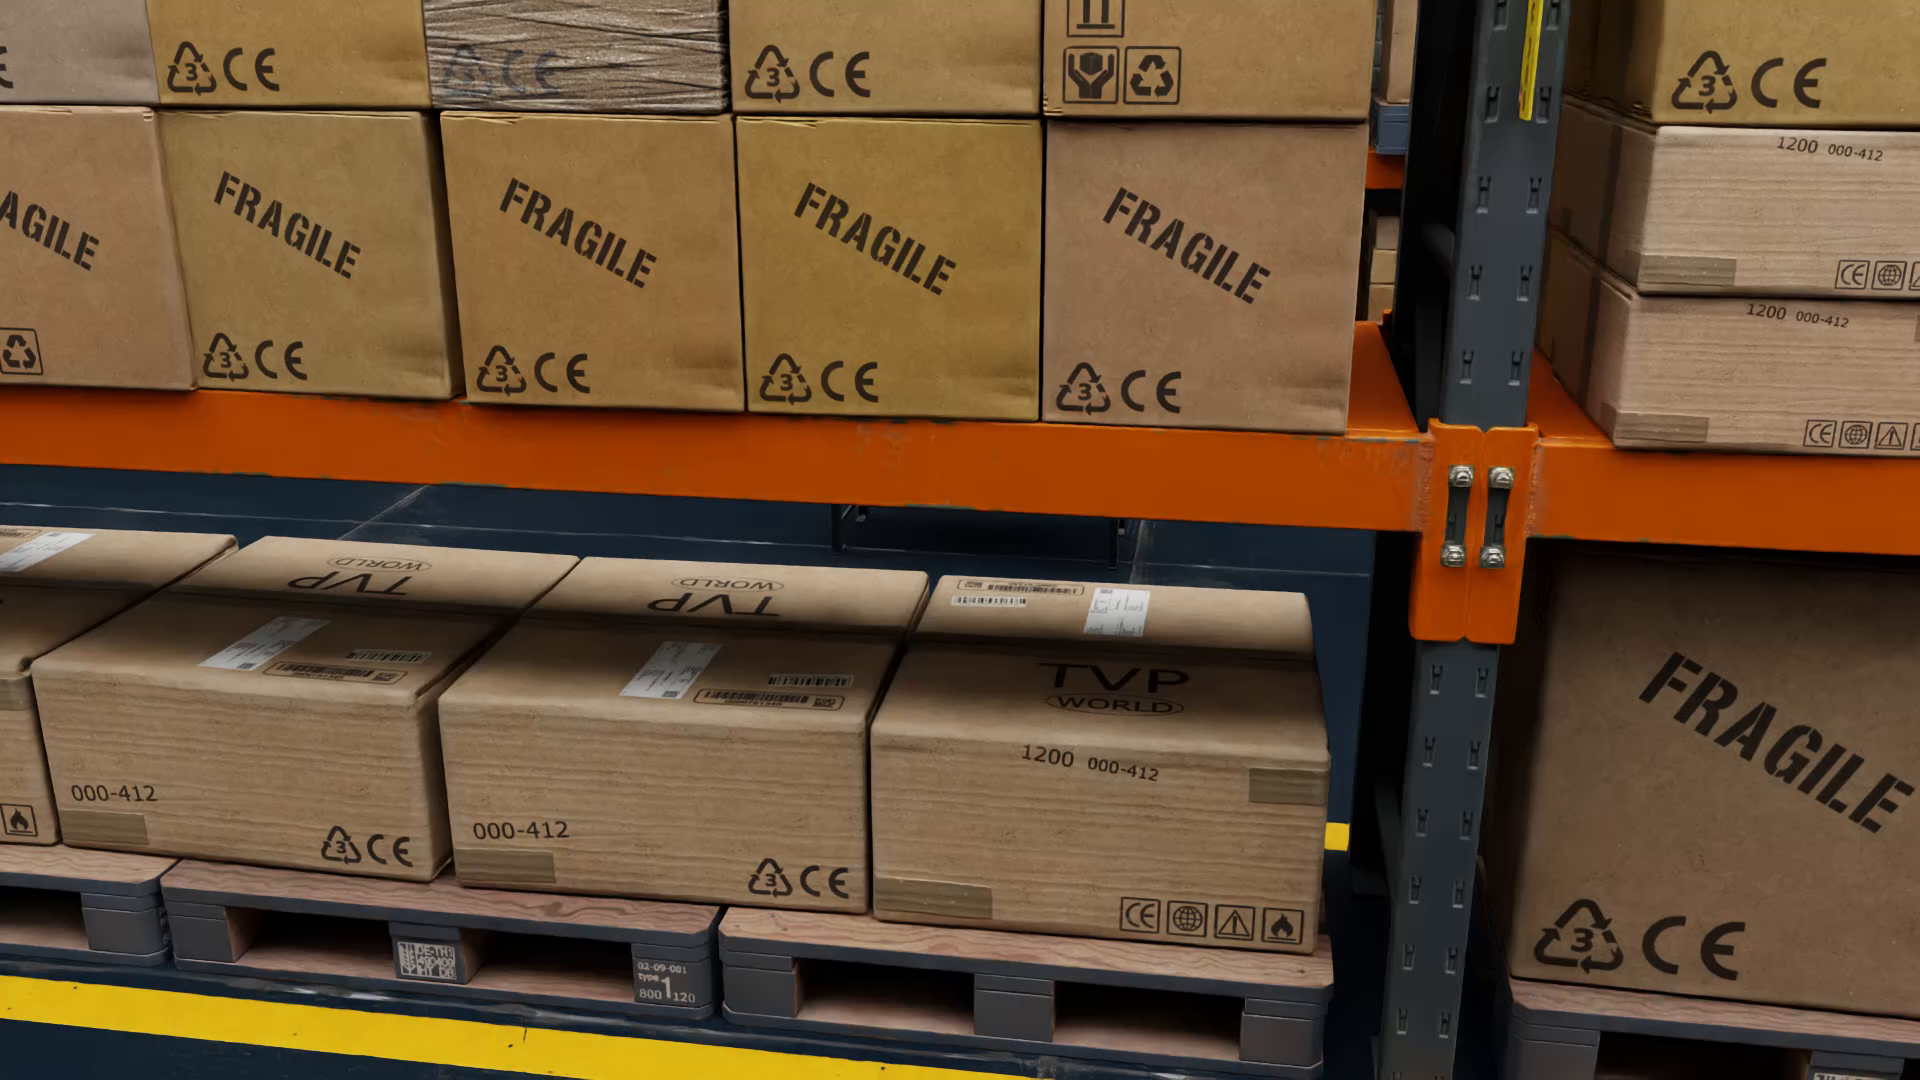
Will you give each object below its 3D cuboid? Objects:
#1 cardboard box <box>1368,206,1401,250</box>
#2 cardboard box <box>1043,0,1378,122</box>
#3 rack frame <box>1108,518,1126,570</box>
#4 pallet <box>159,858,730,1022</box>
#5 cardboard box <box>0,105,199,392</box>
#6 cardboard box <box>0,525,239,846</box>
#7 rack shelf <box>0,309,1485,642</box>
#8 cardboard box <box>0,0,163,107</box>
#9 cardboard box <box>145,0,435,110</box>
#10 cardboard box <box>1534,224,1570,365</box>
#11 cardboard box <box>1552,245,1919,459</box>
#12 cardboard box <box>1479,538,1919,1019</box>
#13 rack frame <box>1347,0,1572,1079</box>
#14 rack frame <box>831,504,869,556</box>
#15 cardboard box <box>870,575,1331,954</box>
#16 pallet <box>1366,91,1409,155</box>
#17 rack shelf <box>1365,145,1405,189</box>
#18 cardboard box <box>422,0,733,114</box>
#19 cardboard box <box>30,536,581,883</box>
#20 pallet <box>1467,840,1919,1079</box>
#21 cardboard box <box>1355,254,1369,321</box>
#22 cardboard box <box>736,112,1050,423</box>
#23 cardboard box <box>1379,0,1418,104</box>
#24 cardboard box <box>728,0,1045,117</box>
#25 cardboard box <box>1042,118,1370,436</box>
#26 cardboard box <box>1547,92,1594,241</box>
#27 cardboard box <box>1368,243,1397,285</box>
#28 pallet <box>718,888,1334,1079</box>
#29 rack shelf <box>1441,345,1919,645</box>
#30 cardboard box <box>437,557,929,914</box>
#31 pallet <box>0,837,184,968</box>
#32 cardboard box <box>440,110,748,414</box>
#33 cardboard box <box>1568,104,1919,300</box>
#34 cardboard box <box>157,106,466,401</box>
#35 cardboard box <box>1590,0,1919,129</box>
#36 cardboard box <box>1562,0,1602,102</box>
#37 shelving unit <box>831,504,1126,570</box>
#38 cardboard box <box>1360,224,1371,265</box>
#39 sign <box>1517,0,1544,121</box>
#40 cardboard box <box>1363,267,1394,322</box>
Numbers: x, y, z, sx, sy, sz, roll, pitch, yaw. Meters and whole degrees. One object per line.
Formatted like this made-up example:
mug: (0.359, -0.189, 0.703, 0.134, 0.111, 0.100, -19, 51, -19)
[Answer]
cardboard box: (2.029, -1.441, 7.668, 0.250, 0.149, 0.380, 3, 19, 8)
cardboard box: (0.414, -0.964, 2.725, 0.500, 0.500, 0.500, 3, 19, 8)
rack frame: (0.586, -0.681, 5.976, 0.032, 1.500, 0.500, 3, 19, 9)
pallet: (-1.023, 0.693, 3.898, 1.213, 0.211, 1.003, 3, 19, 9)
cardboard box: (-1.594, -0.592, 3.188, 0.500, 0.500, 0.500, 3, 19, 8)
cardboard box: (-2.359, 0.311, 4.023, 0.875, 0.438, 0.875, 2, 19, 7)
rack shelf: (-1.051, -0.265, 3.502, 4.000, 0.370, 1.077, 3, 19, 9)
cardboard box: (-1.577, -1.068, 3.034, 0.500, 0.500, 0.500, 3, 19, 8)
cardboard box: (-1.084, -1.043, 2.959, 0.500, 0.500, 0.500, 3, 19, 9)
cardboard box: (1.406, -0.491, 3.279, 0.500, 0.250, 0.500, 2, 19, 7)
cardboard box: (1.316, -0.330, 2.797, 0.500, 0.250, 0.500, 2, 19, 7)
cardboard box: (1.548, 0.309, 3.339, 0.875, 0.875, 0.875, 4, 19, 10)
rack frame: (0.923, -0.506, 3.087, 0.127, 3.000, 1.000, 3, 19, 9)
rack frame: (-0.418, -0.733, 6.129, 0.032, 1.500, 0.500, 3, 19, 9)
cardboard box: (0.320, 0.445, 3.622, 0.875, 0.438, 0.875, 3, 19, 8)
pallet: (2.479, -1.895, 7.543, 1.213, 0.211, 1.003, 3, 19, 9)
rack shelf: (3.682, -1.619, 7.548, 4.000, 0.370, 1.077, 3, 19, 9)
cardboard box: (-0.590, -1.015, 2.876, 0.500, 0.500, 0.500, 3, 19, 9)
cardboard box: (-1.454, 0.354, 3.893, 0.875, 0.438, 0.875, 3, 19, 10)
pallet: (1.697, 0.832, 3.484, 1.213, 0.211, 1.003, 3, 19, 9)
cardboard box: (2.239, -1.142, 8.268, 0.500, 0.500, 0.500, 3, 19, 8)
cardboard box: (-0.084, -0.520, 2.973, 0.500, 0.500, 0.500, 2, 19, 7)
cardboard box: (2.149, -2.213, 7.370, 0.500, 0.500, 0.700, 3, 19, 10)
cardboard box: (-0.086, -0.992, 2.809, 0.500, 0.500, 0.500, 3, 19, 8)
cardboard box: (0.425, -0.496, 2.901, 0.500, 0.500, 0.500, 3, 19, 9)
cardboard box: (1.397, -0.725, 3.193, 0.500, 0.250, 0.500, 3, 19, 9)
cardboard box: (2.019, -1.281, 7.659, 0.250, 0.149, 0.380, 4, 19, 11)
pallet: (0.185, 0.754, 3.717, 1.213, 0.211, 1.003, 3, 19, 9)
rack shelf: (2.898, -0.064, 2.900, 4.000, 0.370, 1.077, 3, 19, 9)
cardboard box: (-0.564, 0.400, 3.756, 0.875, 0.438, 0.875, 2, 19, 7)
pallet: (-2.224, 0.631, 4.084, 1.213, 0.211, 1.003, 3, 19, 9)
cardboard box: (-0.583, -0.541, 3.035, 0.500, 0.500, 0.500, 3, 19, 8)
cardboard box: (1.313, -0.561, 2.701, 0.500, 0.250, 0.500, 2, 19, 7)
cardboard box: (-1.097, -0.572, 3.128, 0.500, 0.500, 0.500, 4, 19, 10)
cardboard box: (1.312, -0.915, 2.577, 0.500, 0.500, 0.500, 3, 19, 9)
cardboard box: (1.404, -1.083, 3.080, 0.500, 0.500, 0.500, 4, 19, 10)
shelving unit: (0.084, -0.707, 6.052, 1.048, 1.500, 0.538, 3, 19, 9)
cardboard box: (2.116, -1.454, 8.177, 0.250, 0.149, 0.380, 2, 19, 6)
sign: (0.837, -0.780, 2.417, 0.005, 0.325, 0.100, 3, 19, 9)
cardboard box: (2.149, -0.980, 7.781, 0.500, 0.500, 0.500, 4, 19, 11)
